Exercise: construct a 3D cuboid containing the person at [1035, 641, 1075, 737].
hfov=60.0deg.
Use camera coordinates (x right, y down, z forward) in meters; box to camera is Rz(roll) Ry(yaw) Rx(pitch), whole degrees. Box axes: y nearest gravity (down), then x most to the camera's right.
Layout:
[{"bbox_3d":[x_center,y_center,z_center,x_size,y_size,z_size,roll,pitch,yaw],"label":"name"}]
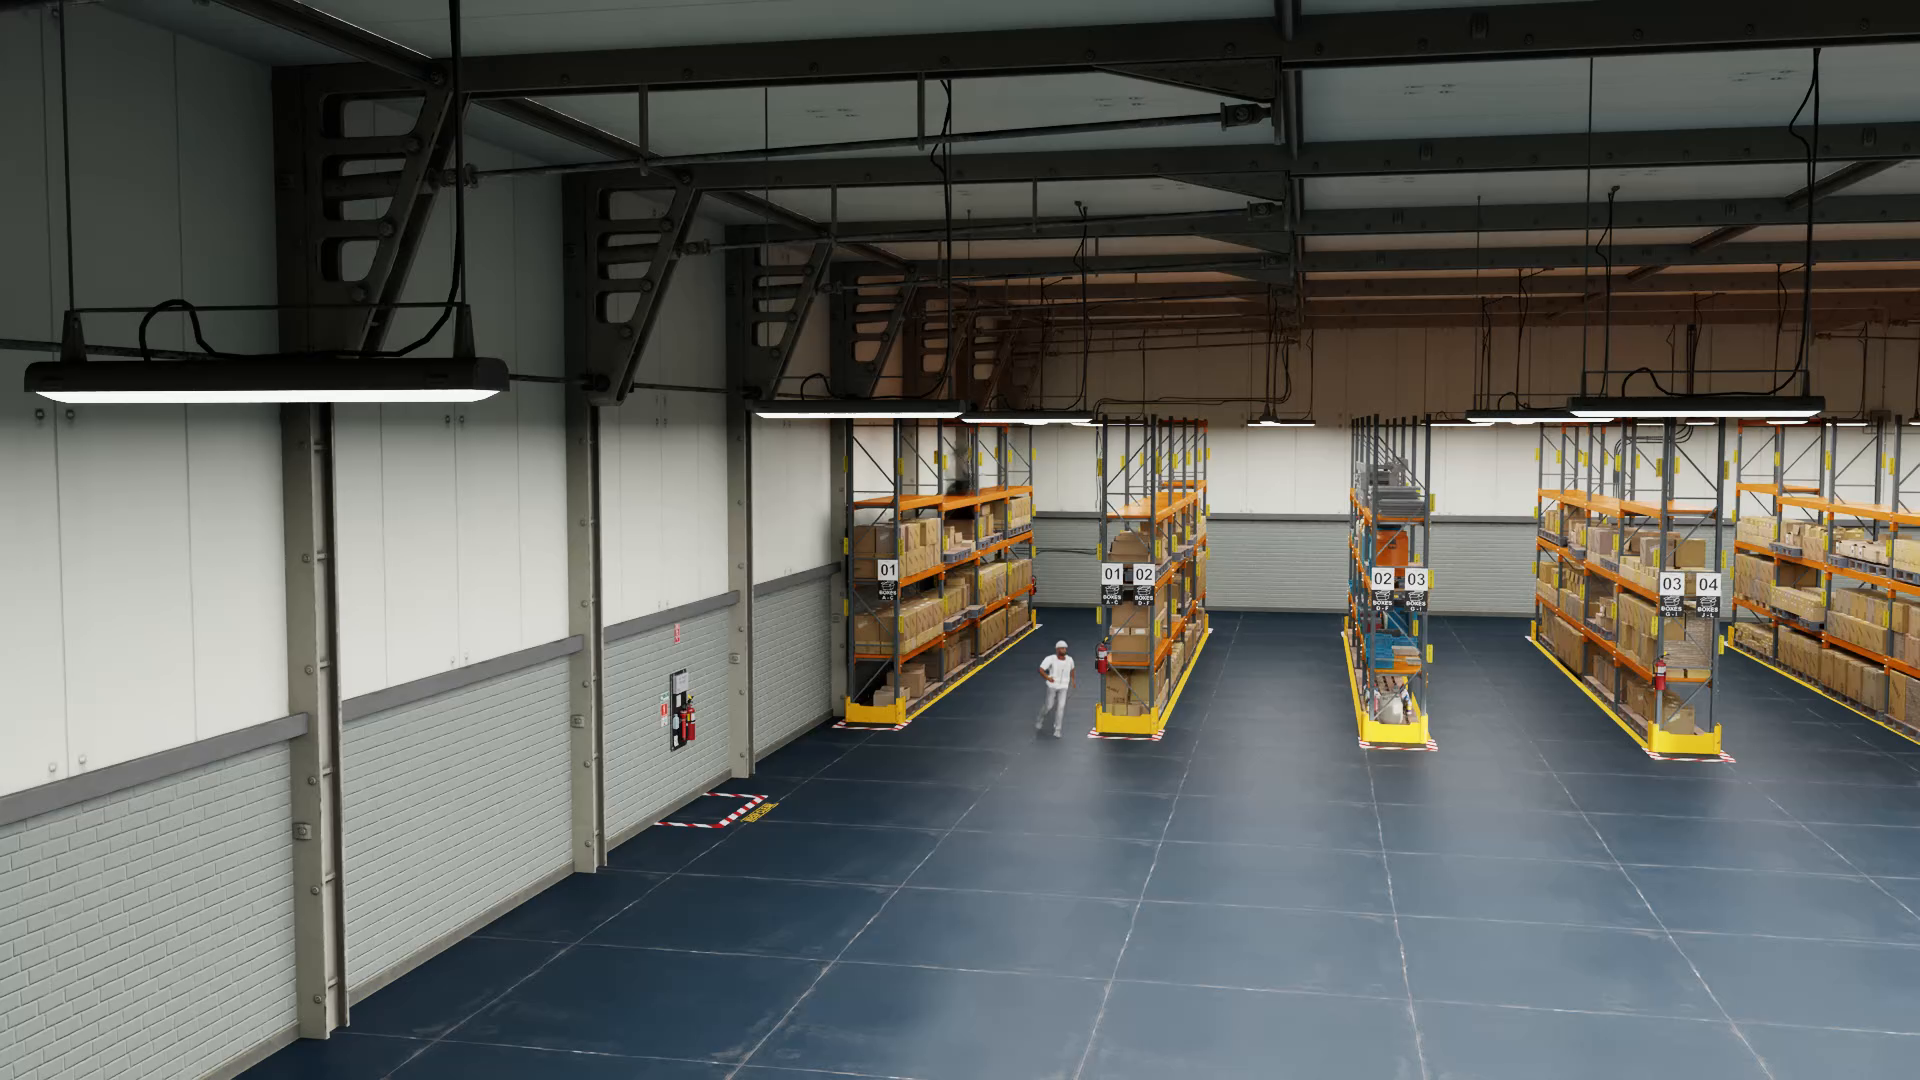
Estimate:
[{"bbox_3d":[1.851,2.762,31.178,0.761,1.738,0.971,-1,4,-14],"label":"person"}]
